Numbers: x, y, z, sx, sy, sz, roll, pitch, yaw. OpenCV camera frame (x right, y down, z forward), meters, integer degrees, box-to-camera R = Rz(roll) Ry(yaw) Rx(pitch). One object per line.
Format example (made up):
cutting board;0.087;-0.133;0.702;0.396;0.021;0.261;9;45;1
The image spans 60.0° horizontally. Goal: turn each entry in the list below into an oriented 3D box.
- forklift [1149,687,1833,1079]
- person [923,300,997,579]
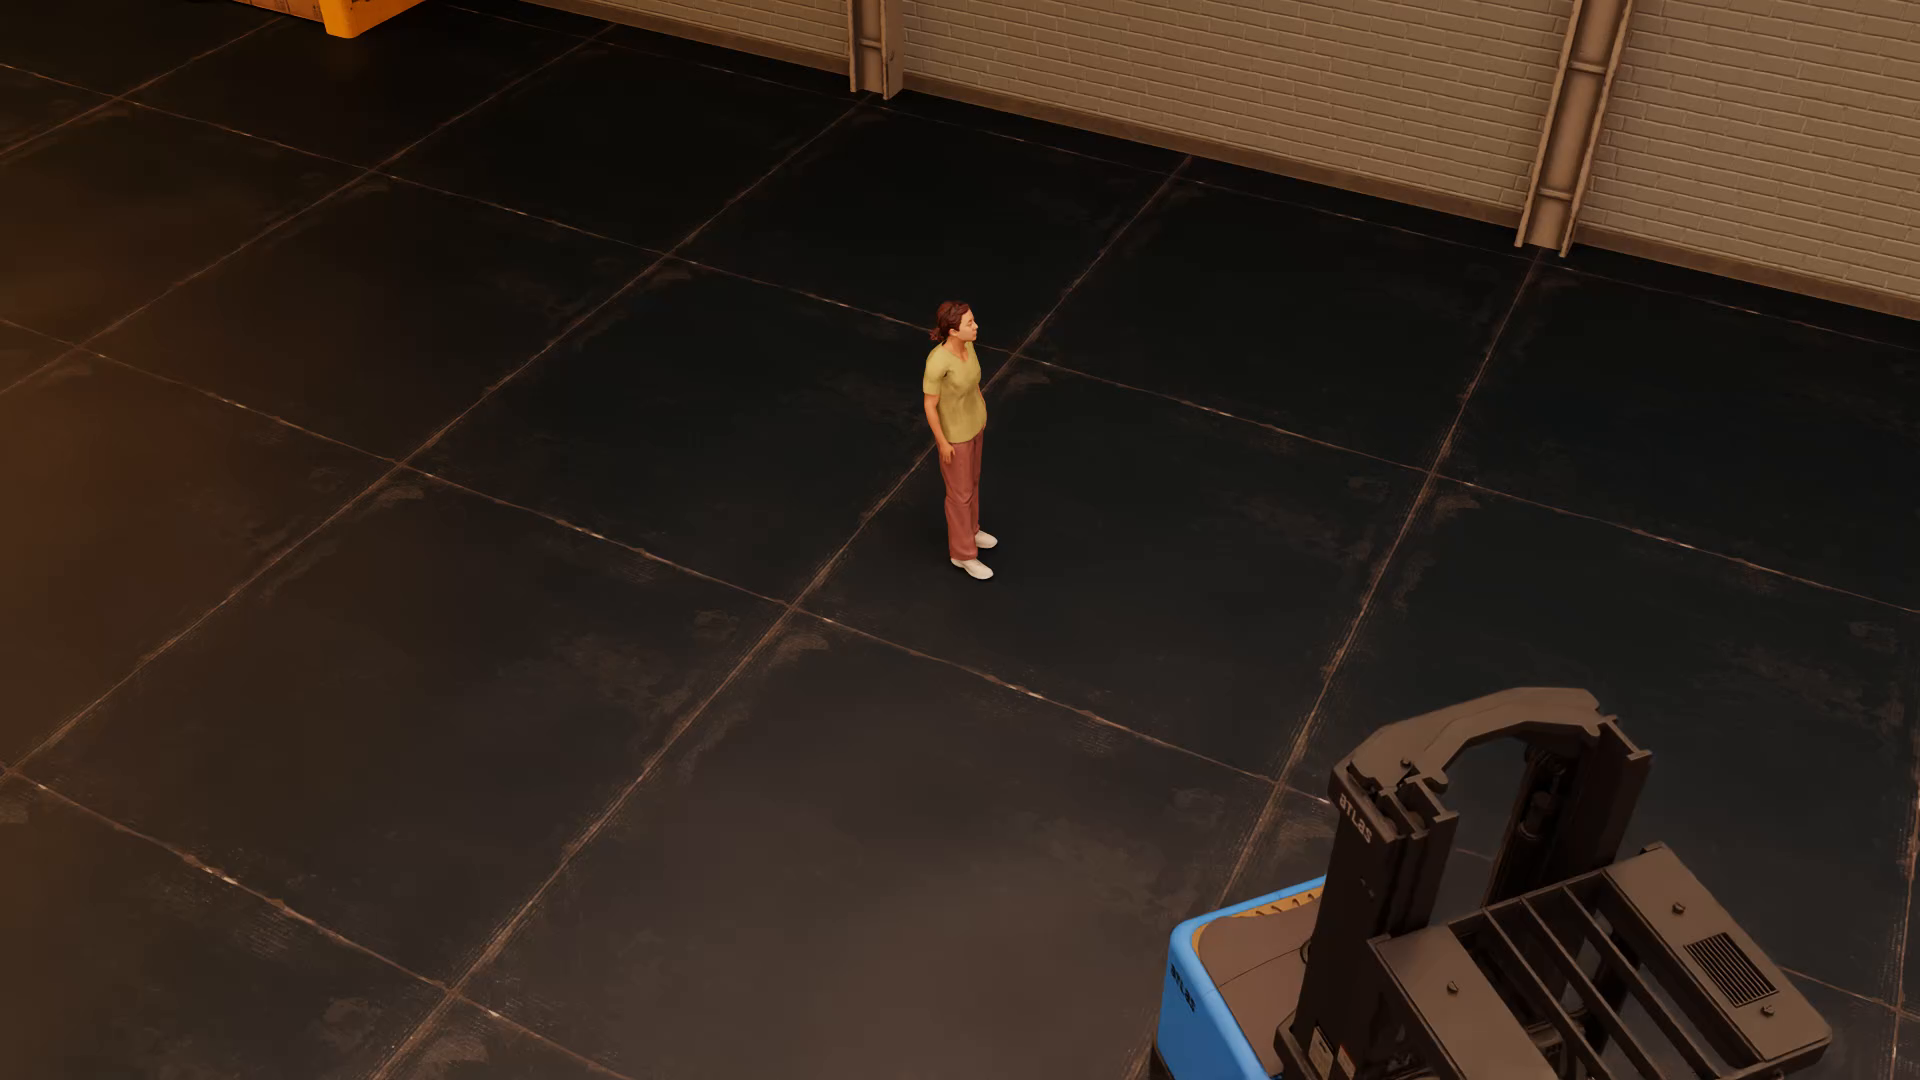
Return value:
forklift;1.830;2.043;5.561;1.130;2.935;3.031;-14;42;-16
person;0.061;-0.618;9.683;0.548;1.673;0.553;18;43;21
